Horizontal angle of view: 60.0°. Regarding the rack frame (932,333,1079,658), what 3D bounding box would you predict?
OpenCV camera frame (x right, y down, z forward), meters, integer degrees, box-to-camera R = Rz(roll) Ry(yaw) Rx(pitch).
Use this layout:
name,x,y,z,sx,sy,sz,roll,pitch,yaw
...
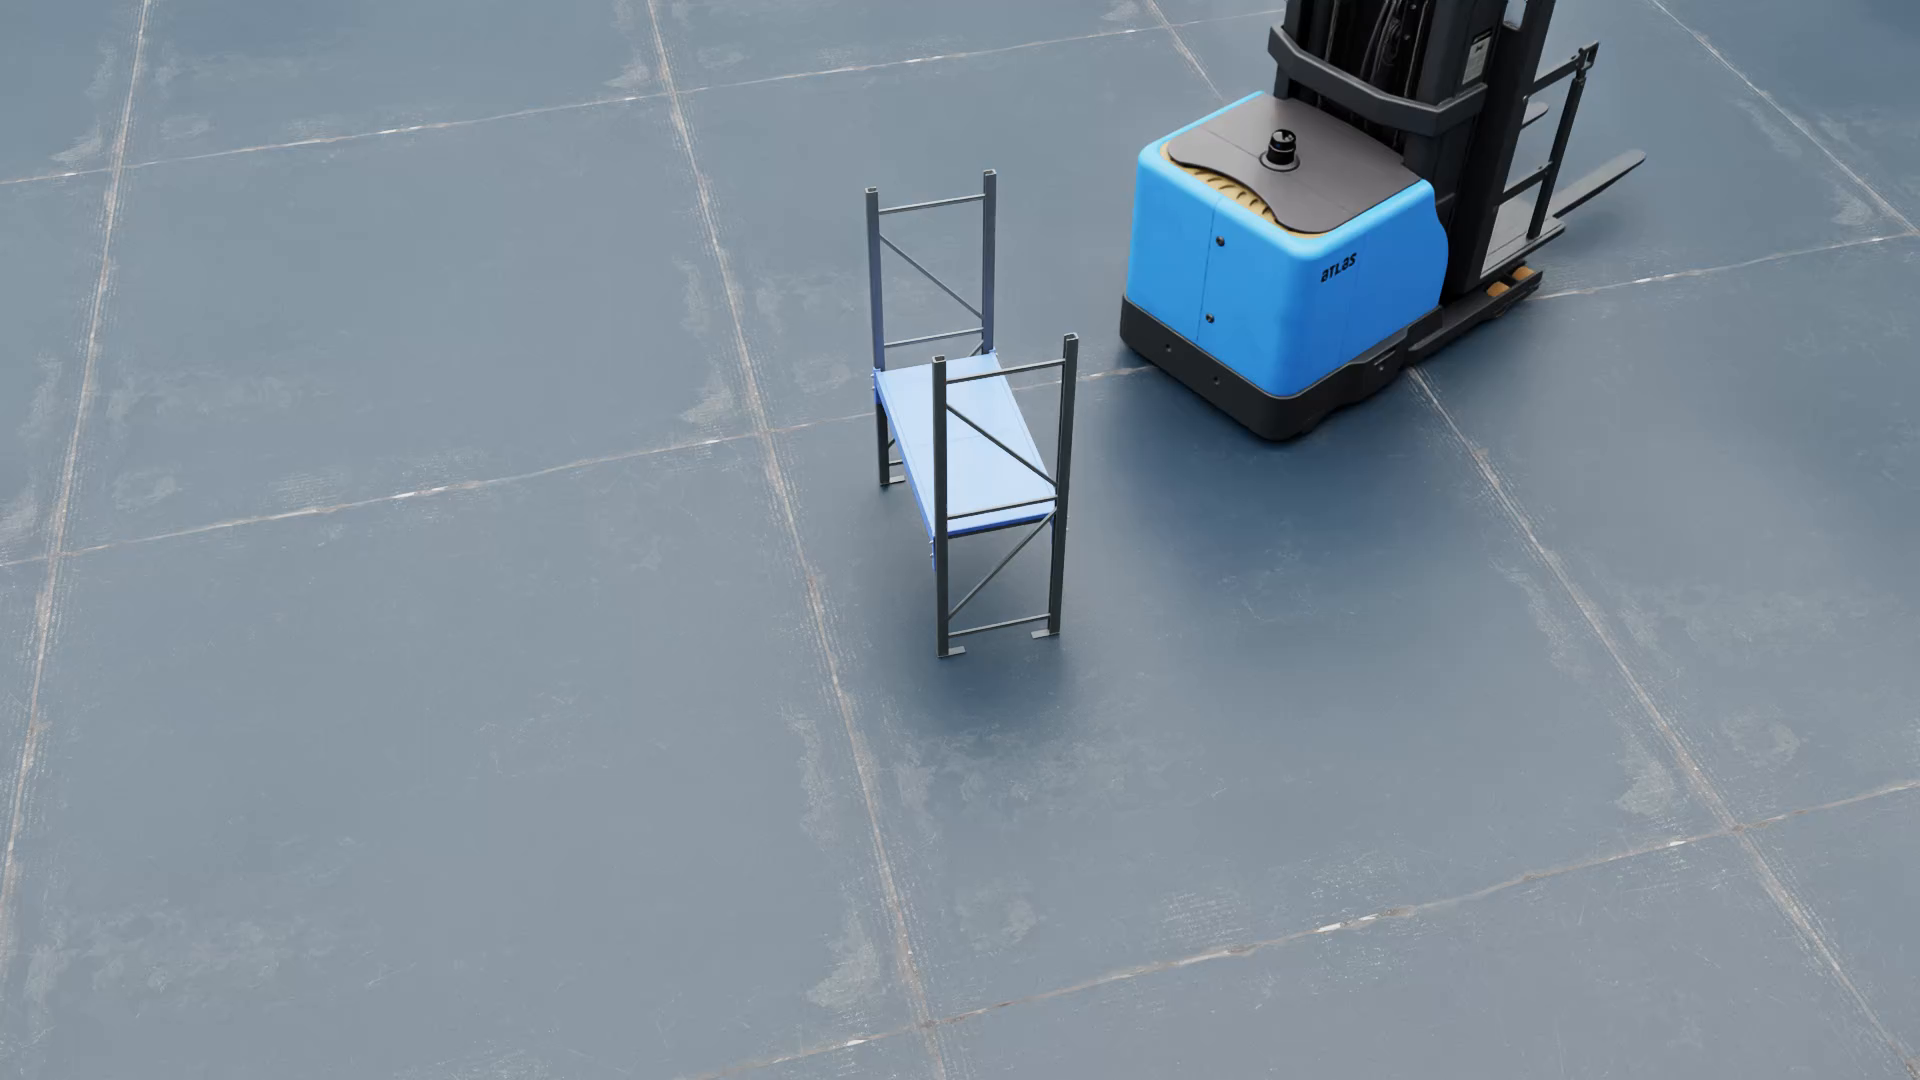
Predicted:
name,x,y,z,sx,sy,sz,roll,pitch,yaw
rack frame,0.152,-0.115,6.063,0.500,1.500,0.032,-11,47,-10

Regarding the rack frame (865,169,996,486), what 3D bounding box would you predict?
name,x,y,z,sx,sy,sz,roll,pitch,yaw
rack frame,-0.108,-0.817,6.751,0.500,1.500,0.032,-11,47,-10

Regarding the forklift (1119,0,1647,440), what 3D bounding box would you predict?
name,x,y,z,sx,sy,sz,roll,pitch,yaw
forklift,2.206,-2.367,7.269,3.031,2.935,1.130,-31,53,-27

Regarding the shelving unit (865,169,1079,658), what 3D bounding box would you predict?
name,x,y,z,sx,sy,sz,roll,pitch,yaw
shelving unit,0.022,-0.466,6.407,0.538,1.500,1.048,-11,47,-10

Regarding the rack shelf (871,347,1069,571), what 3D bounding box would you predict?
name,x,y,z,sx,sy,sz,roll,pitch,yaw
rack shelf,0.022,-0.340,6.536,0.538,0.185,1.000,-11,47,-10
